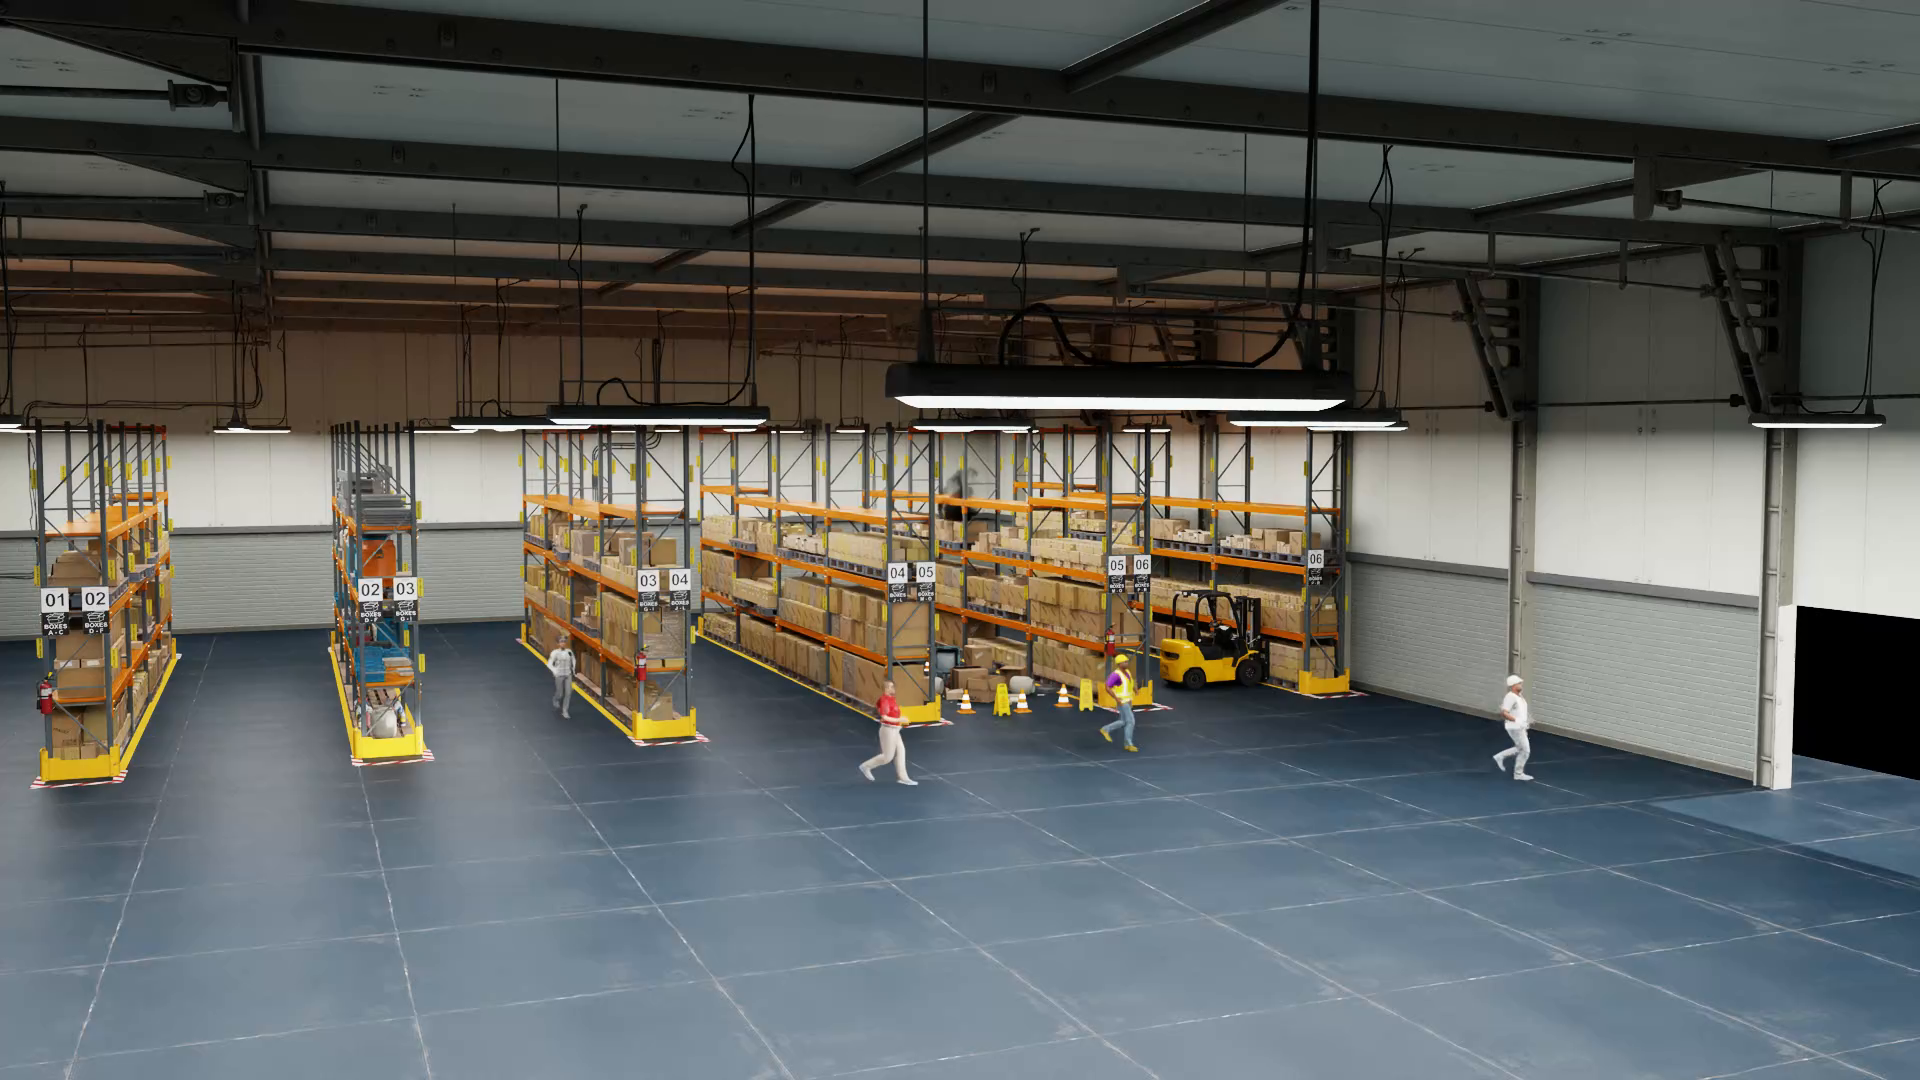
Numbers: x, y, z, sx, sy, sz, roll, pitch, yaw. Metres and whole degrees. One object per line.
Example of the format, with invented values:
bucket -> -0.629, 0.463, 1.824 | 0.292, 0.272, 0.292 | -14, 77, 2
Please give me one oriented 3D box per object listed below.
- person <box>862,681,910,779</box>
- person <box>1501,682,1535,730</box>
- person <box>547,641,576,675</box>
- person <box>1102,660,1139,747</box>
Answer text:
person -> -8.072, 2.280, 27.679 | 14.607, 3.220, 0.776 | 0, 4, 5
person -> 9.289, 2.723, 27.638 | 0.449, 0.857, 0.685 | 2, 4, 30
person -> -8.111, 2.372, 33.977 | 0.617, 0.777, 0.361 | -2, 4, -29
person -> 2.912, 2.941, 30.372 | 0.652, 1.647, 0.691 | 2, 4, 28
